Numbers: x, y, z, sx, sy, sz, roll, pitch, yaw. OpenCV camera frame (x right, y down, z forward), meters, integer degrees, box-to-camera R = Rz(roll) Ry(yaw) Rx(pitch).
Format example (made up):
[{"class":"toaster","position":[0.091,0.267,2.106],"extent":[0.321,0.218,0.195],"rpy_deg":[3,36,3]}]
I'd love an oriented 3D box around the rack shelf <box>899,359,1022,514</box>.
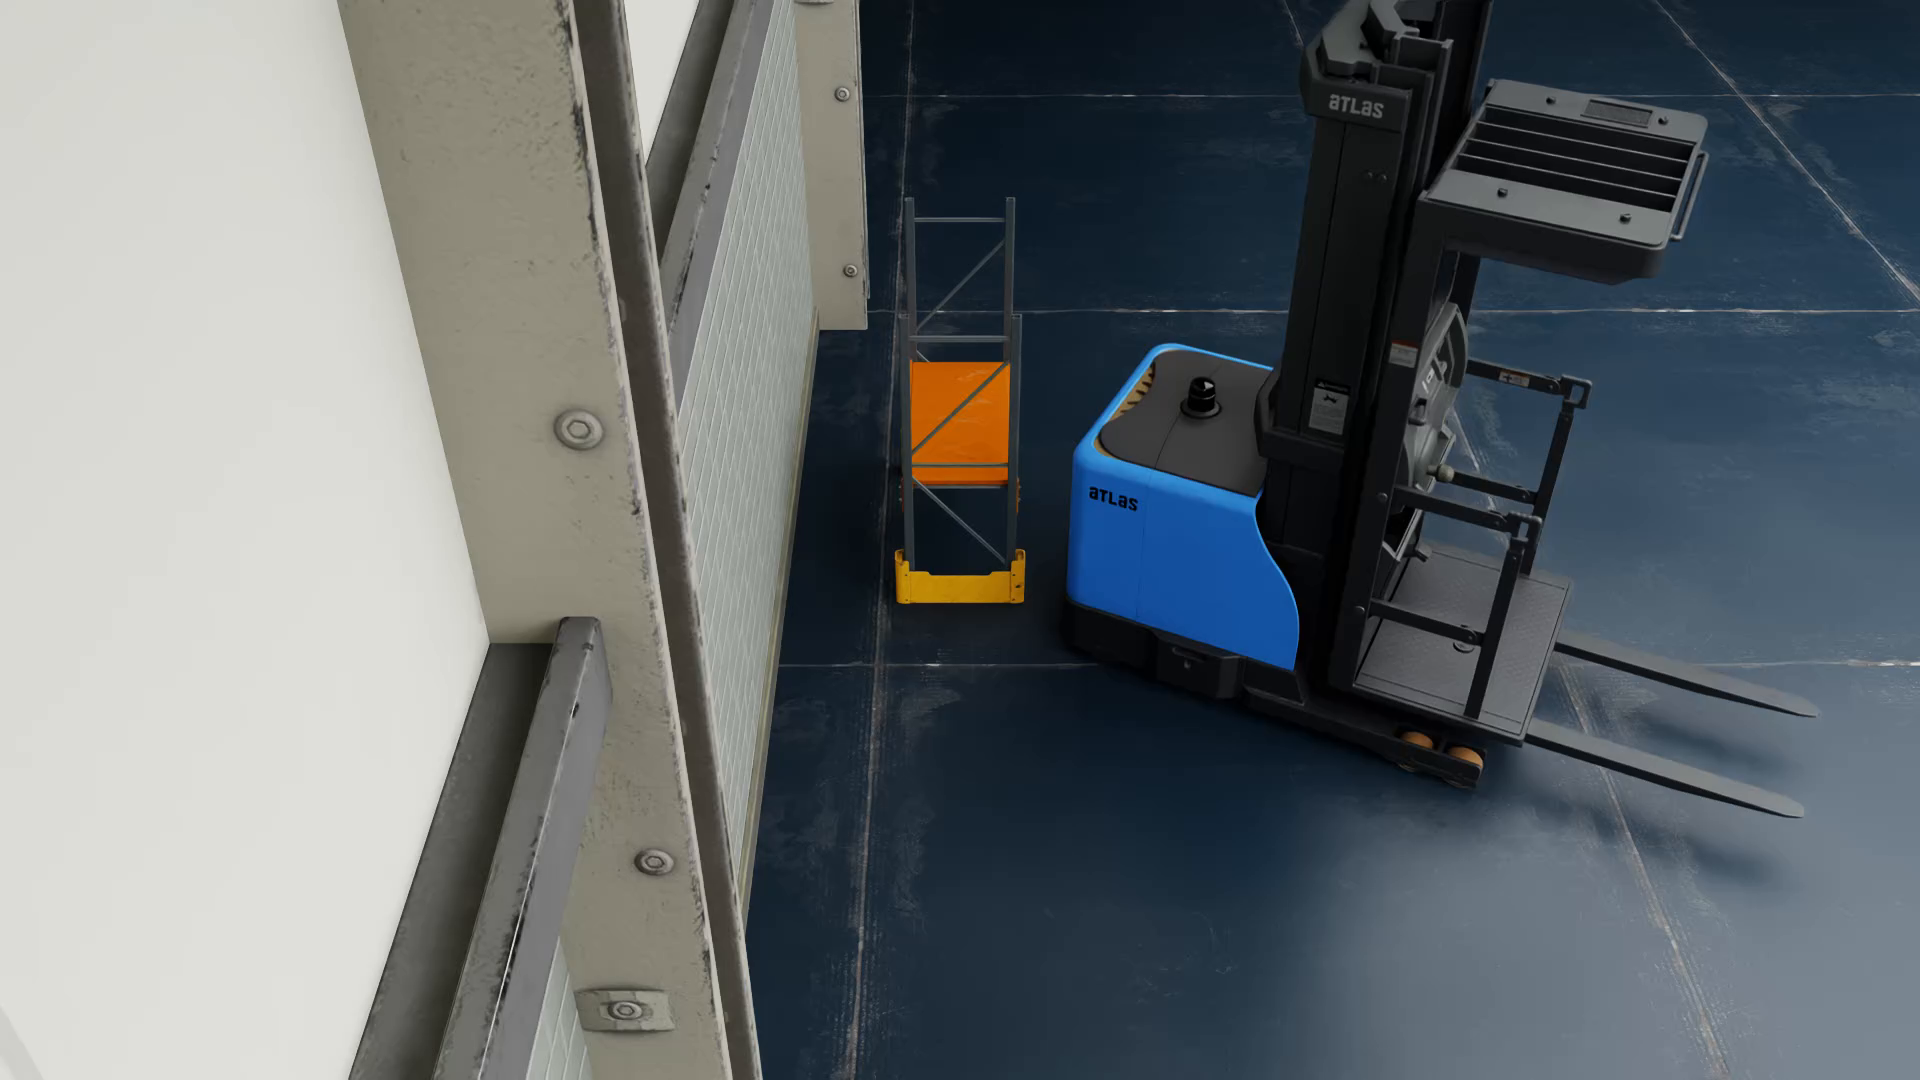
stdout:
[{"class":"rack shelf","position":[0.000,-0.498,7.706],"extent":[0.538,0.185,1.000],"rpy_deg":[0,39,0]}]

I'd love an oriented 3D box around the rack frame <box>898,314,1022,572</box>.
[{"class":"rack frame","position":[0.000,-0.321,7.196],"extent":[0.500,1.500,0.032],"rpy_deg":[0,39,0]}]

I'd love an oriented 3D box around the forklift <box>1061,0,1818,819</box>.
[{"class":"forklift","position":[1.999,-0.522,6.303],"extent":[3.031,2.935,1.130],"rpy_deg":[17,42,20]}]

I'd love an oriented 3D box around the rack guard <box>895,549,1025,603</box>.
[{"class":"rack guard","position":[0.000,0.166,7.588],"extent":[0.587,0.250,0.087],"rpy_deg":[0,39,0]}]

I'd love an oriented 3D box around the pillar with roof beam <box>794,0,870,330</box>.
[{"class":"pillar with roof beam","position":[3.619,-4.841,6.840],"extent":[9.100,9.000,0.400],"rpy_deg":[0,39,0]}]

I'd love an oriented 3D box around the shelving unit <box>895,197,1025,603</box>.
[{"class":"shelving unit","position":[0.000,-0.633,7.586],"extent":[0.587,1.500,1.083],"rpy_deg":[0,39,0]}]

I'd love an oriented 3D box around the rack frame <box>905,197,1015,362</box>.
[{"class":"rack frame","position":[-0.001,-0.956,7.990],"extent":[0.500,1.500,0.032],"rpy_deg":[0,39,0]}]
